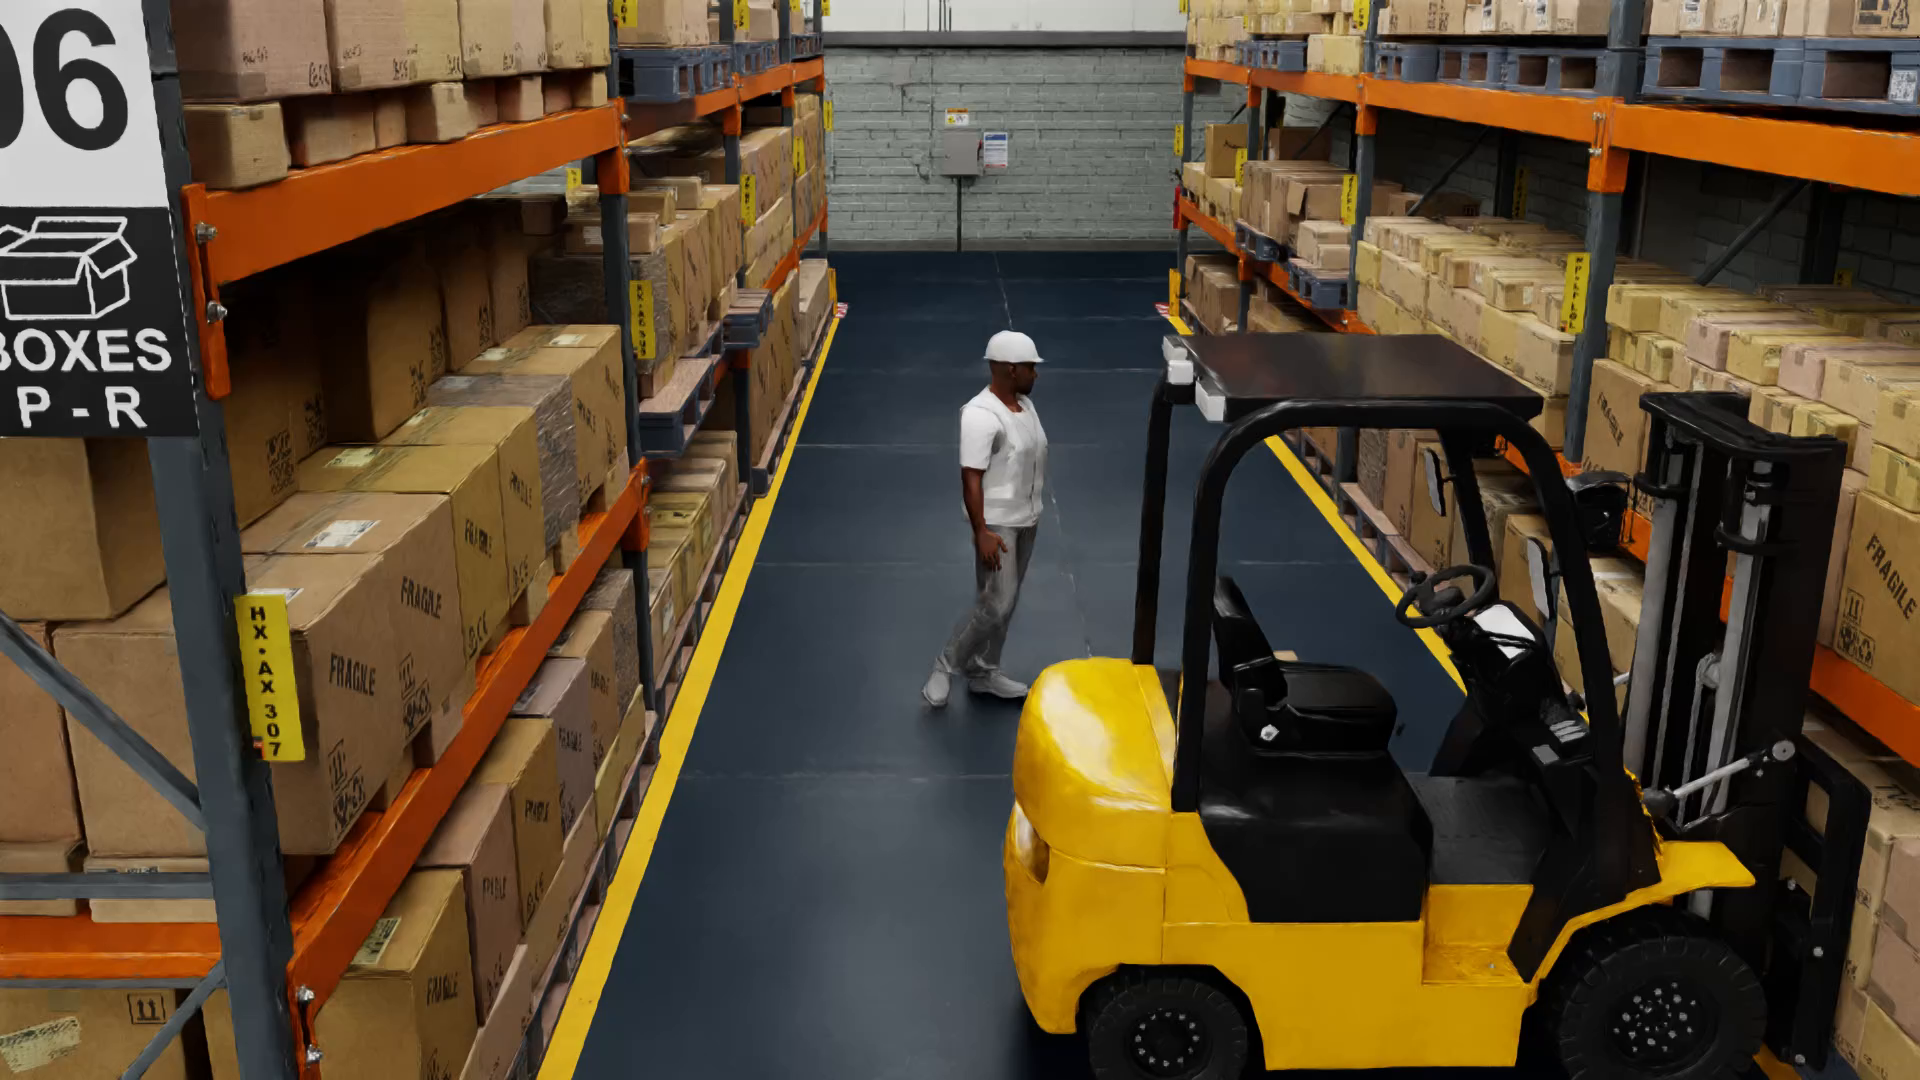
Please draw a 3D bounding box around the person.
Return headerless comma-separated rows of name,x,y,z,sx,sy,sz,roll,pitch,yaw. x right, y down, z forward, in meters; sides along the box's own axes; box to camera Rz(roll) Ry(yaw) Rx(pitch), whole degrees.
person,0.126,-0.088,7.735,0.451,1.756,0.730,10,19,29
